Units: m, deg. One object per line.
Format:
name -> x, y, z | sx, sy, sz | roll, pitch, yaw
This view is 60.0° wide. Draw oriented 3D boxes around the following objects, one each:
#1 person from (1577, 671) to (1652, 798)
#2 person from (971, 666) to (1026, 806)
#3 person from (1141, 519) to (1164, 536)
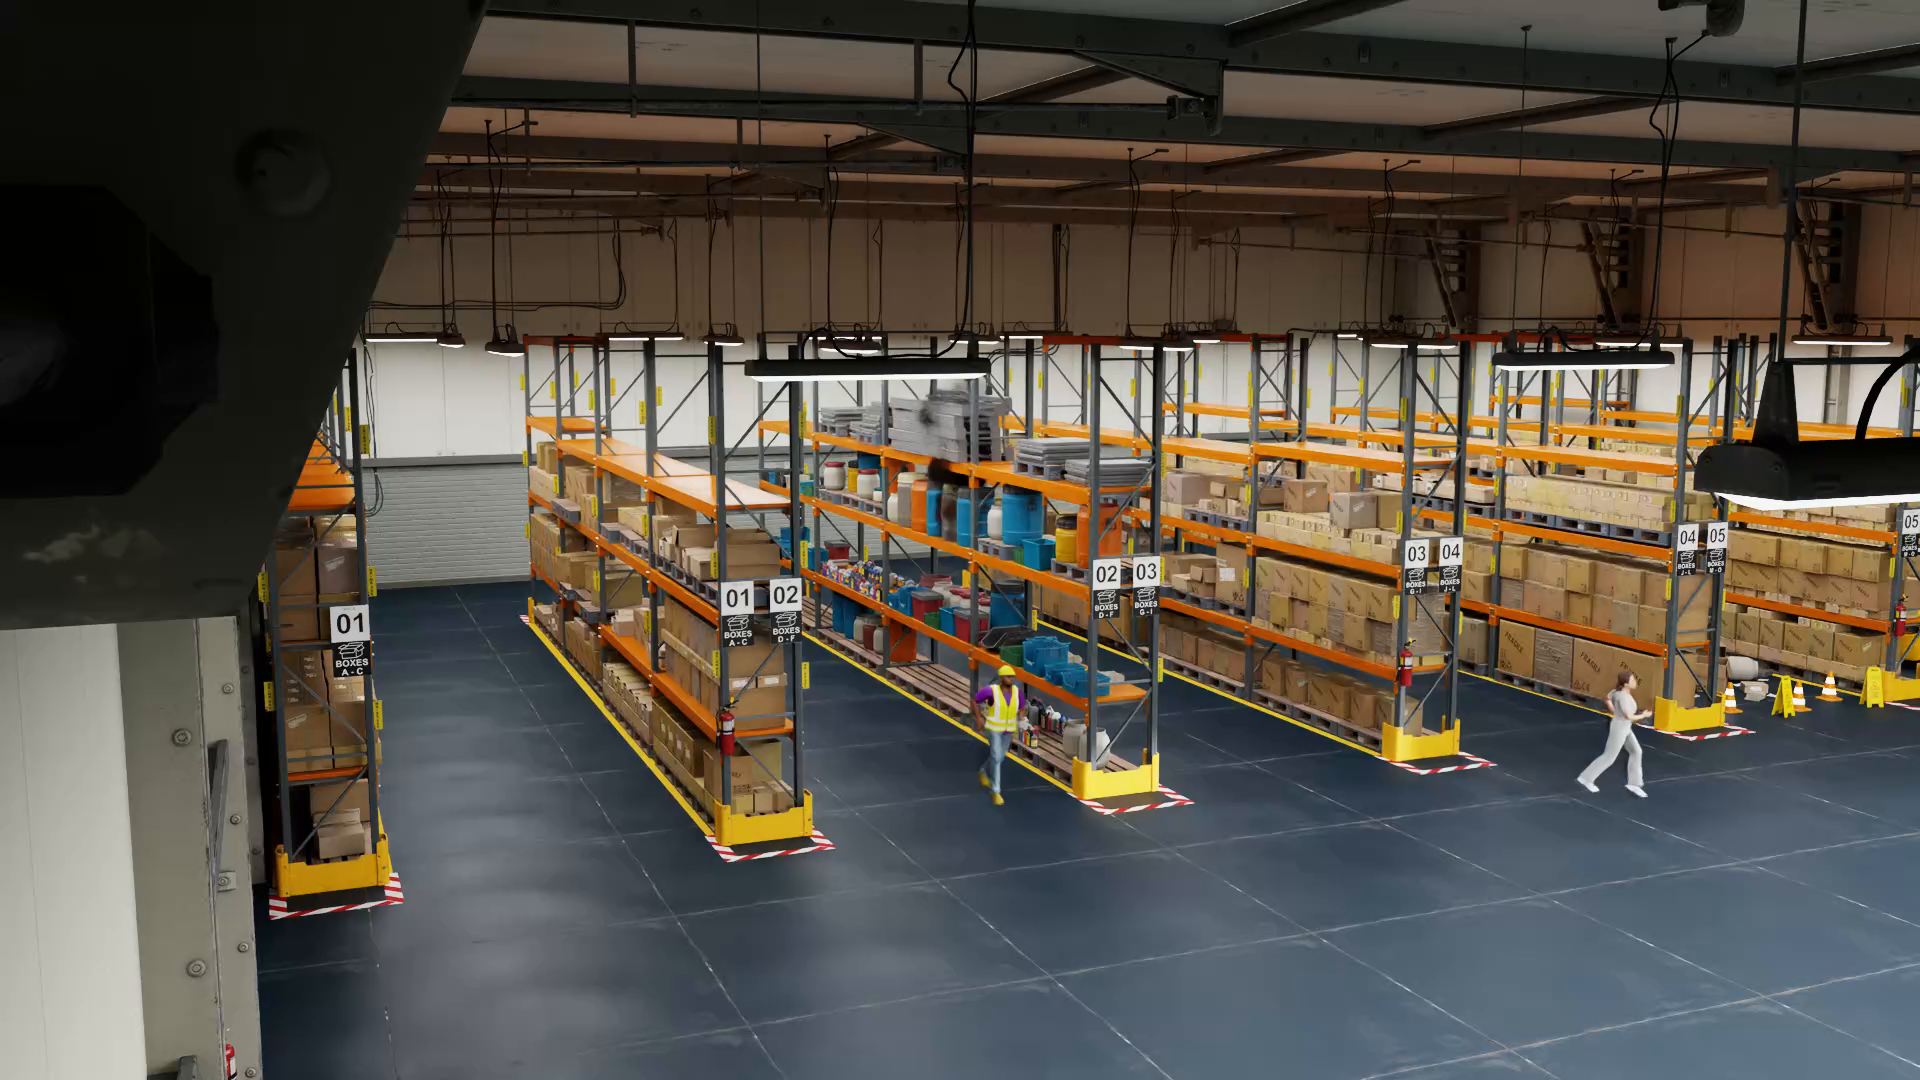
person -> 8.708, 2.576, 22.103 | 0.901, 1.709, 0.575 | 3, 8, 19
person -> 0.544, 2.543, 22.117 | 0.721, 1.784, 0.912 | -4, 8, -26
person -> 4.686, -0.016, 41.322 | 0.658, 1.730, 0.738 | -5, 9, -33
